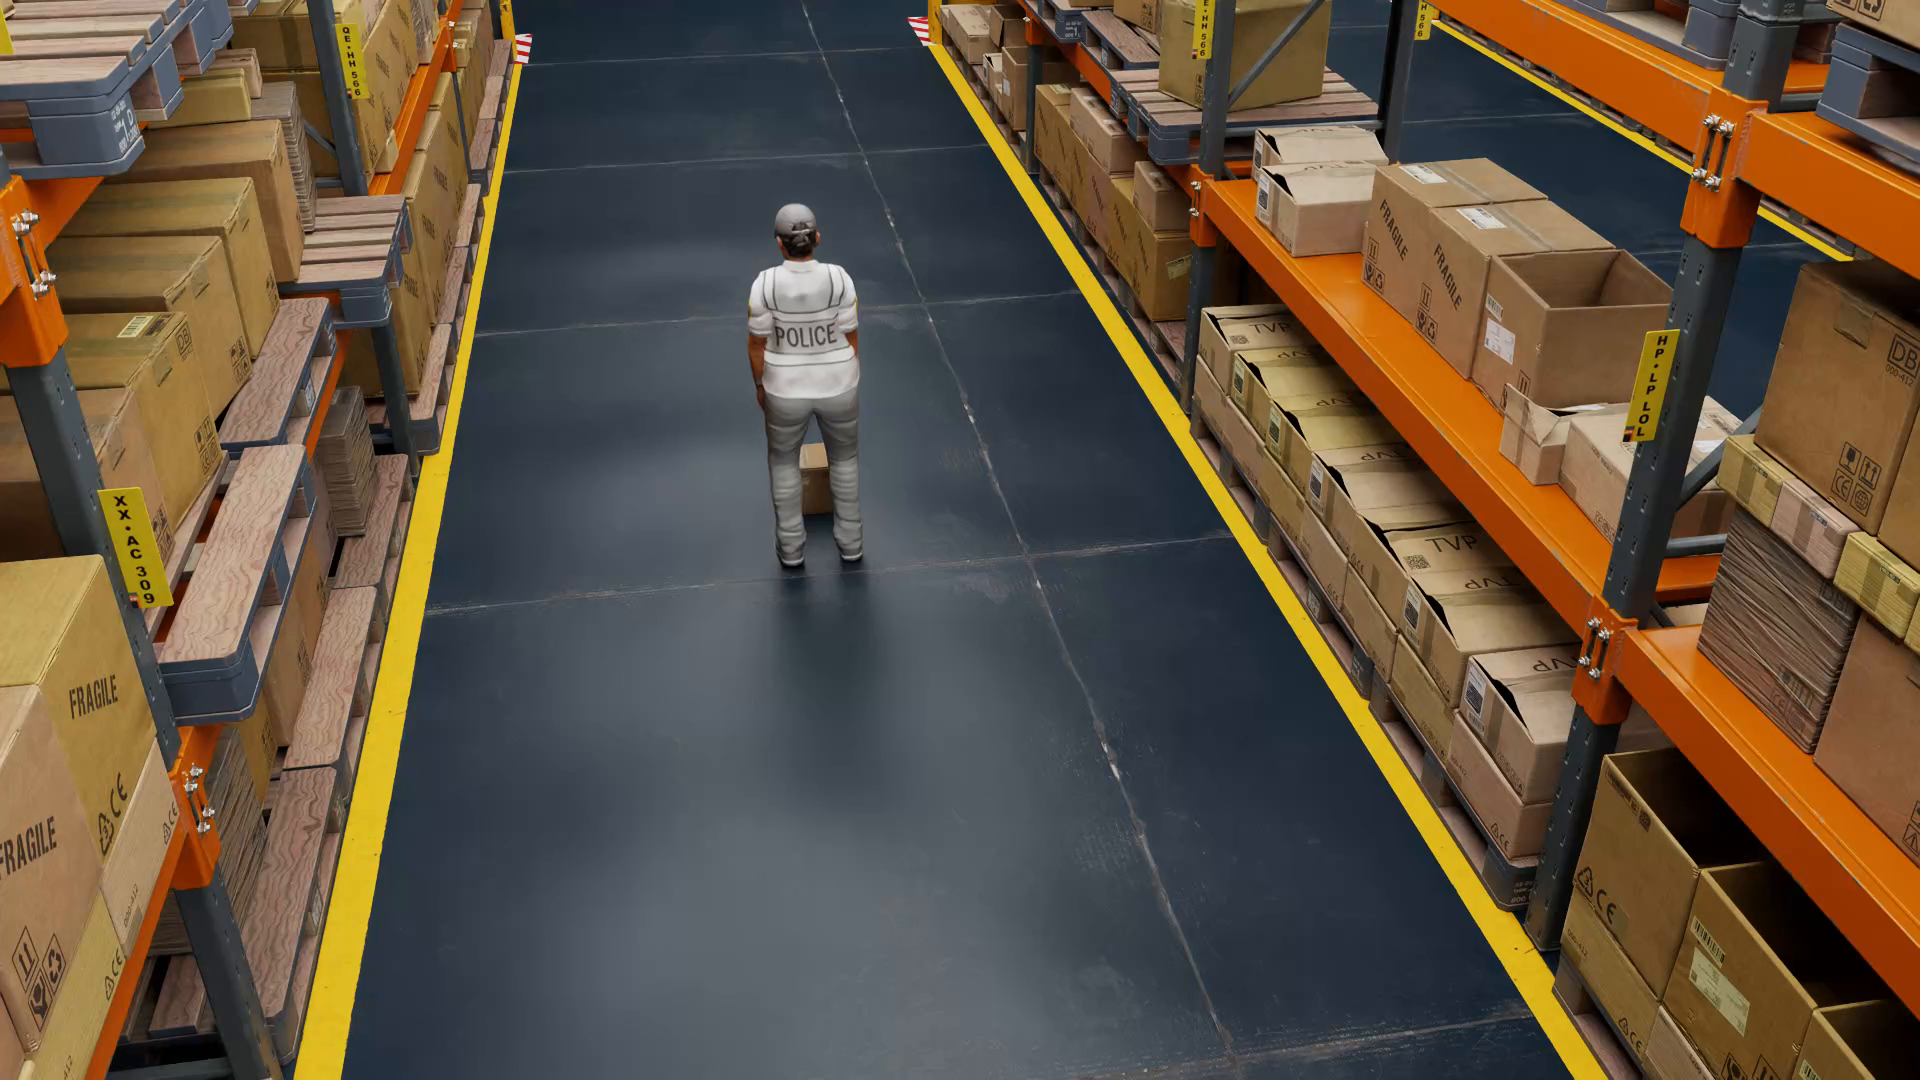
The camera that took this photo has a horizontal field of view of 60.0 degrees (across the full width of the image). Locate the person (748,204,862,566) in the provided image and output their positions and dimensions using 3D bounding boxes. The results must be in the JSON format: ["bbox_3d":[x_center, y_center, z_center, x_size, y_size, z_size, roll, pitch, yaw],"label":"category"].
[{"bbox_3d":[-0.672,-0.650,7.242,0.475,1.656,0.395,-5,31,-8],"label":"person"}]
